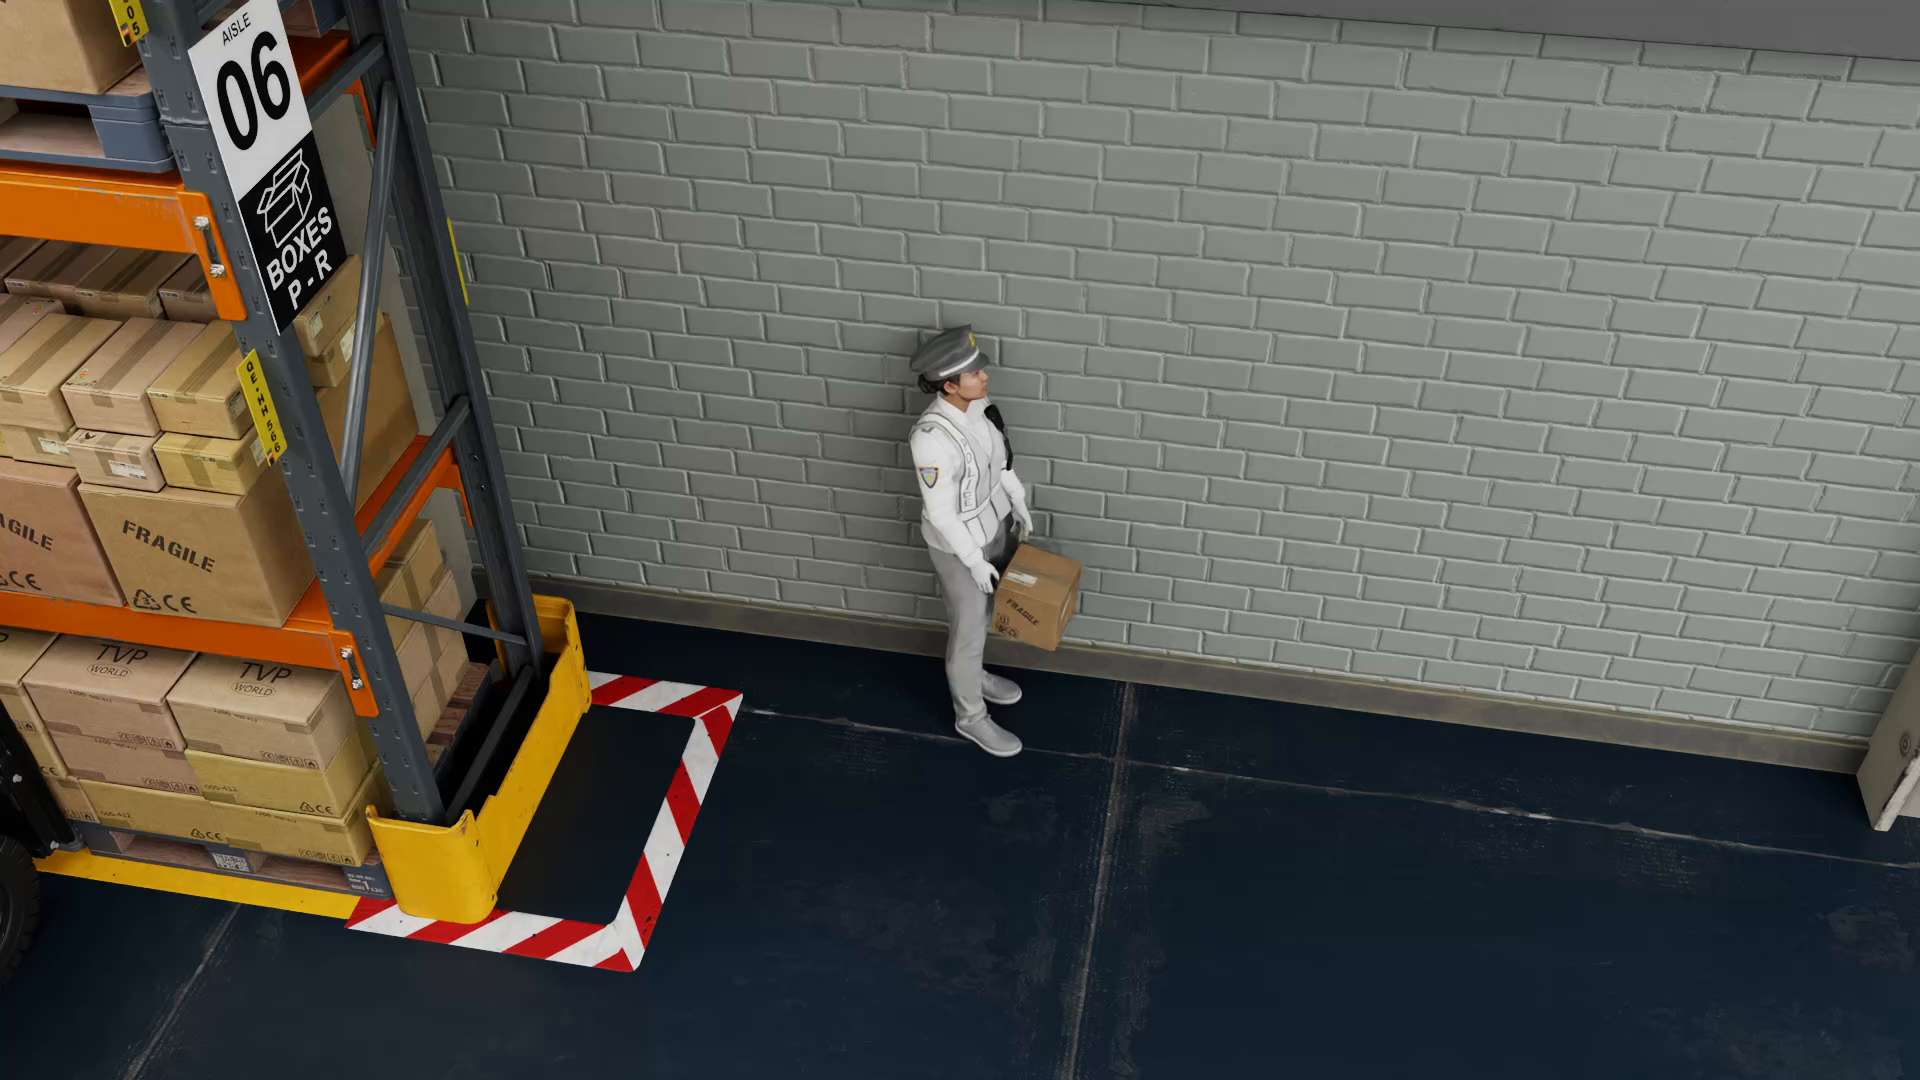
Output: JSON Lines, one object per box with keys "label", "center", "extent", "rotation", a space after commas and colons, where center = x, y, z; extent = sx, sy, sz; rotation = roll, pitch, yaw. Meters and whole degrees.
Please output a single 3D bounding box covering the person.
{"label": "person", "center": [0.072, -0.015, 6.137], "extent": [0.542, 1.697, 0.550], "rotation": [15, 43, 17]}
